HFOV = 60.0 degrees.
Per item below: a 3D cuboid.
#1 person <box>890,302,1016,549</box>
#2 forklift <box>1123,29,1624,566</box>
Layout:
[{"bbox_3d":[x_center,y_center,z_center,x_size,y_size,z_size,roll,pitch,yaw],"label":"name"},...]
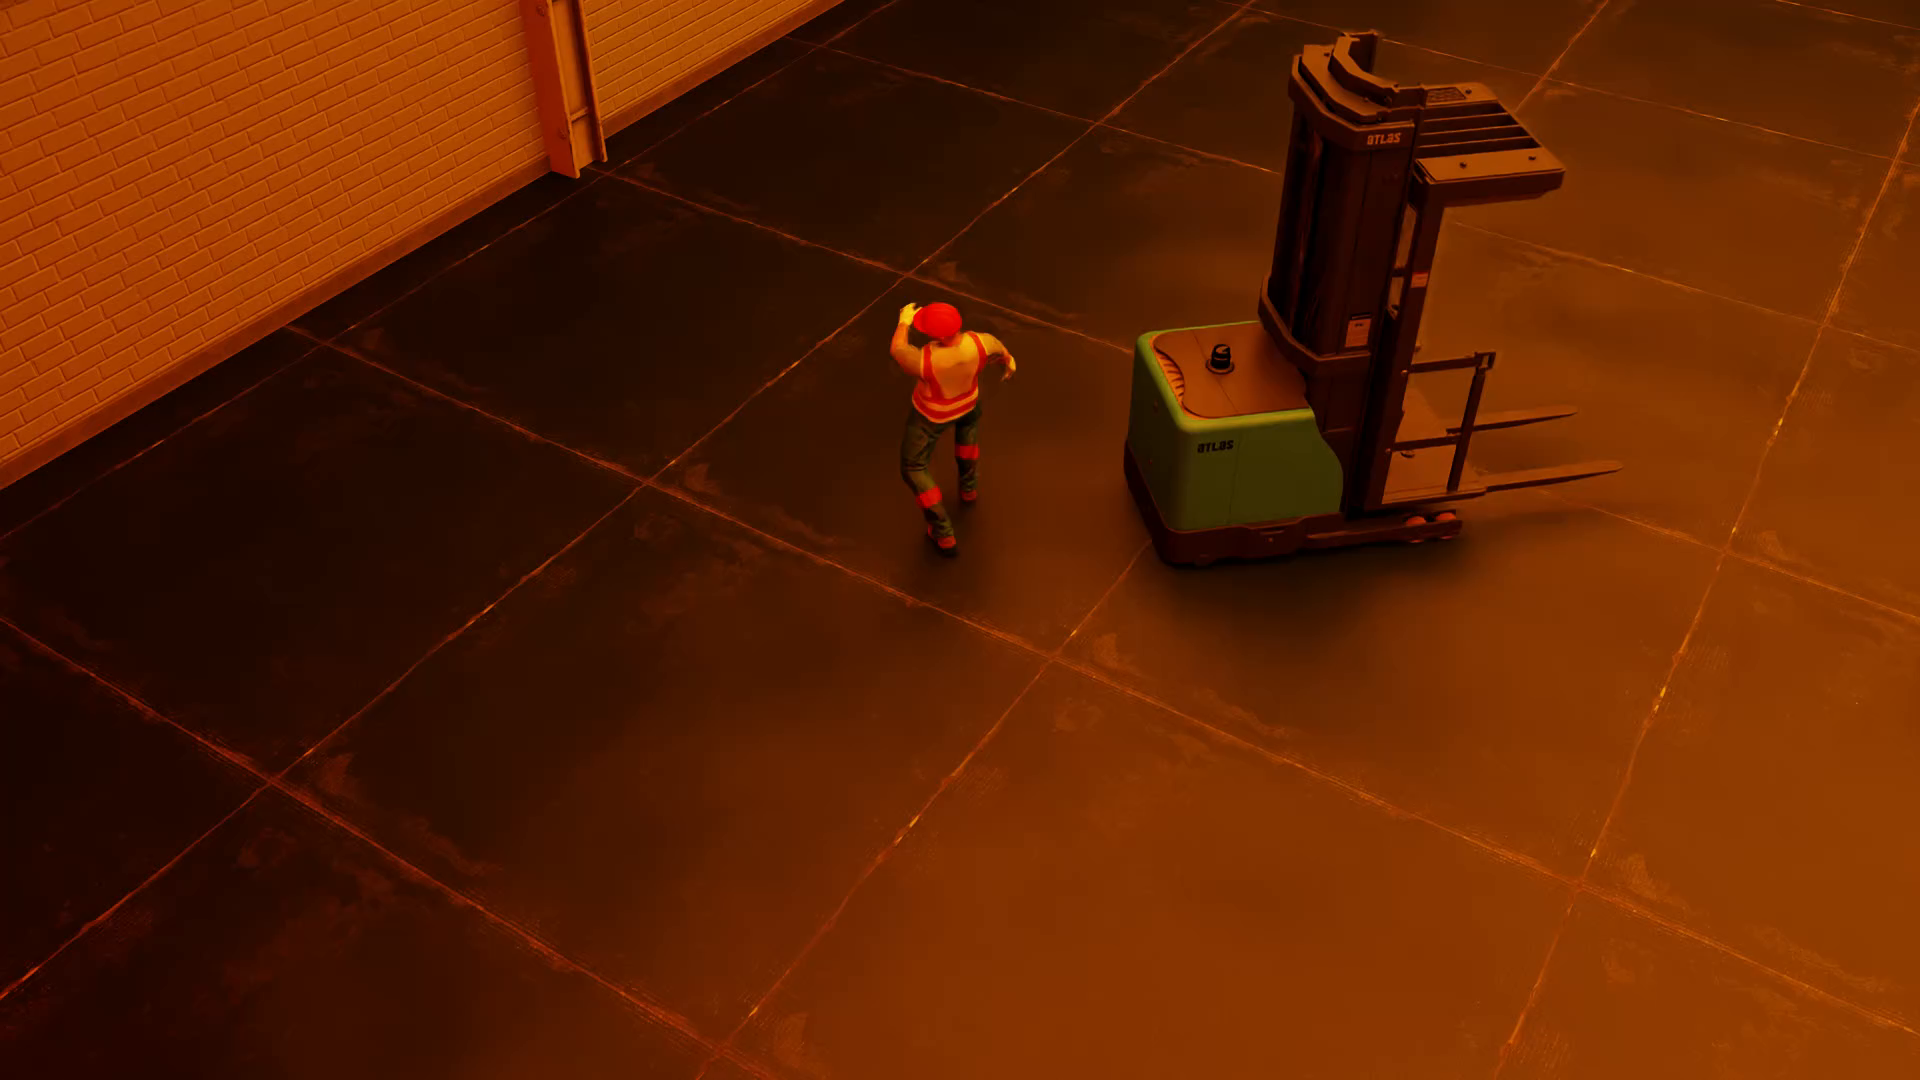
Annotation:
[{"bbox_3d":[-0.035,-0.886,10.006,0.859,1.624,0.870,-26,47,-27],"label":"person"},{"bbox_3d":[2.615,-1.429,9.653,3.031,2.935,1.130,-7,41,-8],"label":"forklift"}]
